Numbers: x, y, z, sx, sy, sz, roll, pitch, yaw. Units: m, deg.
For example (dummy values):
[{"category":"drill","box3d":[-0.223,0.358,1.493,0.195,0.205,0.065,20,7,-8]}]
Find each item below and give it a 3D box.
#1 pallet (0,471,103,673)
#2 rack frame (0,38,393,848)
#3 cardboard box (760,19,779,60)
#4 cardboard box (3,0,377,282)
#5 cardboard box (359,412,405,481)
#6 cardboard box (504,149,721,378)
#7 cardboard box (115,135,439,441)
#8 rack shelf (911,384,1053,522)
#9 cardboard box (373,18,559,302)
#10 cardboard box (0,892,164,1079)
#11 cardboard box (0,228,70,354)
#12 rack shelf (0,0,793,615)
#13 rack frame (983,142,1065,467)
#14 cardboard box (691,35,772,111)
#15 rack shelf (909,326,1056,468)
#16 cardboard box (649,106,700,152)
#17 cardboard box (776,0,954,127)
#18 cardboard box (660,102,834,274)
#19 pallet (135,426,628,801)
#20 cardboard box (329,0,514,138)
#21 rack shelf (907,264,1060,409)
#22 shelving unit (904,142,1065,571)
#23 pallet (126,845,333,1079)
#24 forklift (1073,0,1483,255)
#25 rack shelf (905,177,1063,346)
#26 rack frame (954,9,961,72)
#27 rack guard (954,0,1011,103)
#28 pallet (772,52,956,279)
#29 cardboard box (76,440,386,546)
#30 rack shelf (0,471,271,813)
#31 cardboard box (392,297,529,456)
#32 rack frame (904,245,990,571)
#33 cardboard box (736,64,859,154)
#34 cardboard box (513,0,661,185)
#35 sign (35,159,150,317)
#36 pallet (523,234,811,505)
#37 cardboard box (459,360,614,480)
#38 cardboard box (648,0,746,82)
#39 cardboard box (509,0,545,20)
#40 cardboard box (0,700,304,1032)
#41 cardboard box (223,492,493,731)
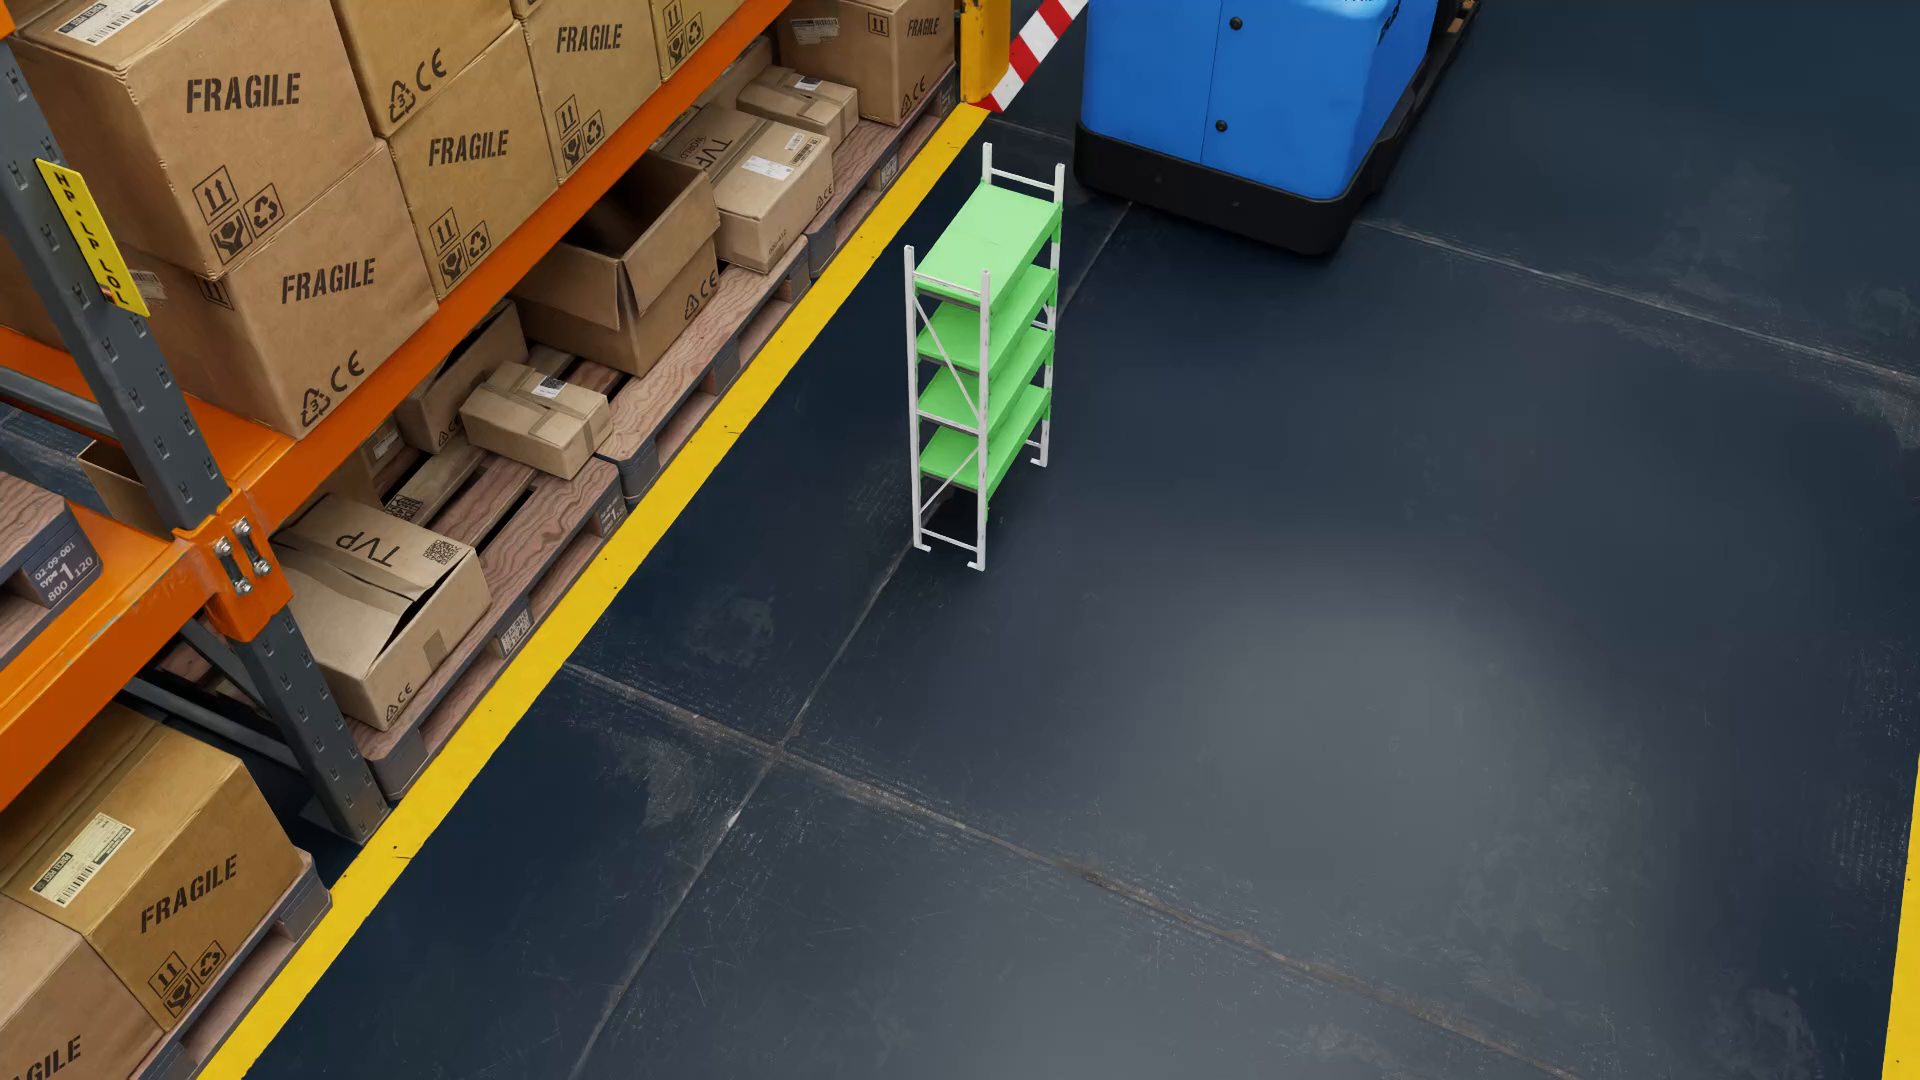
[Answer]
[{"category":"pallet","box3d":[-2.492,0.239,3.203,1.003,0.211,1.213,20,52,16]},{"category":"rack frame","box3d":[-2.052,-0.338,3.568,1.000,3.000,0.127,20,52,16]},{"category":"cardboard box","box3d":[-0.939,-1.968,6.527,0.380,0.166,0.250,20,52,16]},{"category":"cardboard box","box3d":[-1.596,-0.928,3.348,0.500,0.500,0.500,21,53,17]},{"category":"cardboard box","box3d":[-1.959,-0.319,5.135,0.380,0.149,0.250,20,52,16]},{"category":"cardboard box","box3d":[-1.254,-0.967,5.454,0.797,0.503,0.637,20,52,16]},{"category":"cardboard box","box3d":[-1.588,-0.633,3.753,0.500,0.500,0.500,21,53,17]},{"category":"rack shelf","box3d":[0.071,-0.306,5.121,0.258,0.148,0.480,20,52,16]},{"category":"cardboard box","box3d":[-1.372,-0.987,4.054,0.500,0.500,0.500,21,53,17]},{"category":"cardboard box","box3d":[-2.222,1.100,3.697,0.500,0.500,0.500,20,52,16]},{"category":"cardboard box","box3d":[-2.070,-0.798,3.894,0.500,0.500,0.500,21,53,17]},{"category":"rack shelf","box3d":[-1.197,-1.482,5.014,1.077,0.370,4.000,20,52,16]},{"category":"rack frame","box3d":[0.175,-0.671,5.033,0.240,1.200,0.015,20,52,16]},{"category":"cardboard box","box3d":[-1.045,-1.718,6.259,0.500,0.250,0.500,20,52,16]},{"category":"rack shelf","box3d":[0.071,-0.461,4.939,0.258,0.148,0.480,20,52,16]},{"category":"cardboard box","box3d":[-1.259,-1.373,5.966,0.500,0.250,0.500,20,52,16]},{"category":"cardboard box","box3d":[-0.352,-1.971,6.310,0.500,0.500,0.500,20,52,16]},{"category":"cardboard box","box3d":[-0.785,-1.245,5.857,0.500,0.250,0.500,20,52,16]},{"category":"pallet","box3d":[-1.757,0.093,5.033,1.003,0.211,1.213,20,52,16]},{"category":"cardboard box","box3d":[-1.376,-1.283,3.650,0.500,0.500,0.500,18,52,15]},{"category":"rack shelf","box3d":[0.071,-0.617,4.756,0.258,0.148,0.480,20,52,16]},{"category":"shelving unit","box3d":[0.071,-0.503,4.890,0.258,1.200,0.503,20,52,16]},{"category":"pallet","box3d":[-2.365,1.138,4.143,1.003,0.211,1.213,20,52,16]},{"category":"forklift","box3d":[1.560,-3.115,5.976,1.130,2.935,3.031,22,53,17]},{"category":"rack shelf","box3d":[0.071,-0.772,4.573,0.258,0.148,0.480,20,52,16]},{"category":"rack frame","box3d":[-0.343,-3.093,5.912,1.000,3.000,0.127,20,52,16]},{"category":"rack guard","box3d":[-0.375,-2.230,6.820,1.175,0.500,0.348,20,52,16]},{"category":"pallet","box3d":[-0.715,-1.587,6.462,1.003,0.211,1.213,20,52,16]},{"category":"cardboard box","box3d":[-2.065,-0.155,4.765,0.500,0.500,0.500,20,52,16]},{"category":"rack shelf","box3d":[-2.906,1.272,2.670,1.077,0.370,4.000,20,52,16]},{"category":"cardboard box","box3d":[-1.744,-0.611,5.277,0.500,0.311,0.500,20,52,16]},{"category":"rack frame","box3d":[-0.034,-0.335,4.747,0.240,1.200,0.015,20,52,16]},{"category":"cardboard box","box3d":[-0.607,-1.613,6.224,0.380,0.166,0.250,20,52,16]},{"category":"cardboard box","box3d":[-1.156,-1.330,4.347,0.500,0.500,0.500,20,52,16]},{"category":"sign","box3d":[-1.548,-0.535,2.976,0.100,0.325,0.005,20,52,16]},{"category":"pallet","box3d":[-1.238,-0.750,5.750,1.003,0.211,1.213,20,52,16]},{"category":"cardboard box","box3d":[-1.316,-0.380,5.175,0.380,0.166,0.250,20,52,16]},{"category":"cardboard box","box3d":[-0.940,-1.681,4.645,0.500,0.500,0.500,19,52,16]},{"category":"cardboard box","box3d":[-1.156,-1.637,3.951,0.500,0.500,0.500,18,52,15]},{"category":"cardboard box","box3d":[-2.003,0.762,3.984,0.500,0.500,0.500,20,52,16]},{"category":"cardboard box","box3d":[-1.677,0.172,4.611,0.500,0.311,0.500,20,52,16]}]
